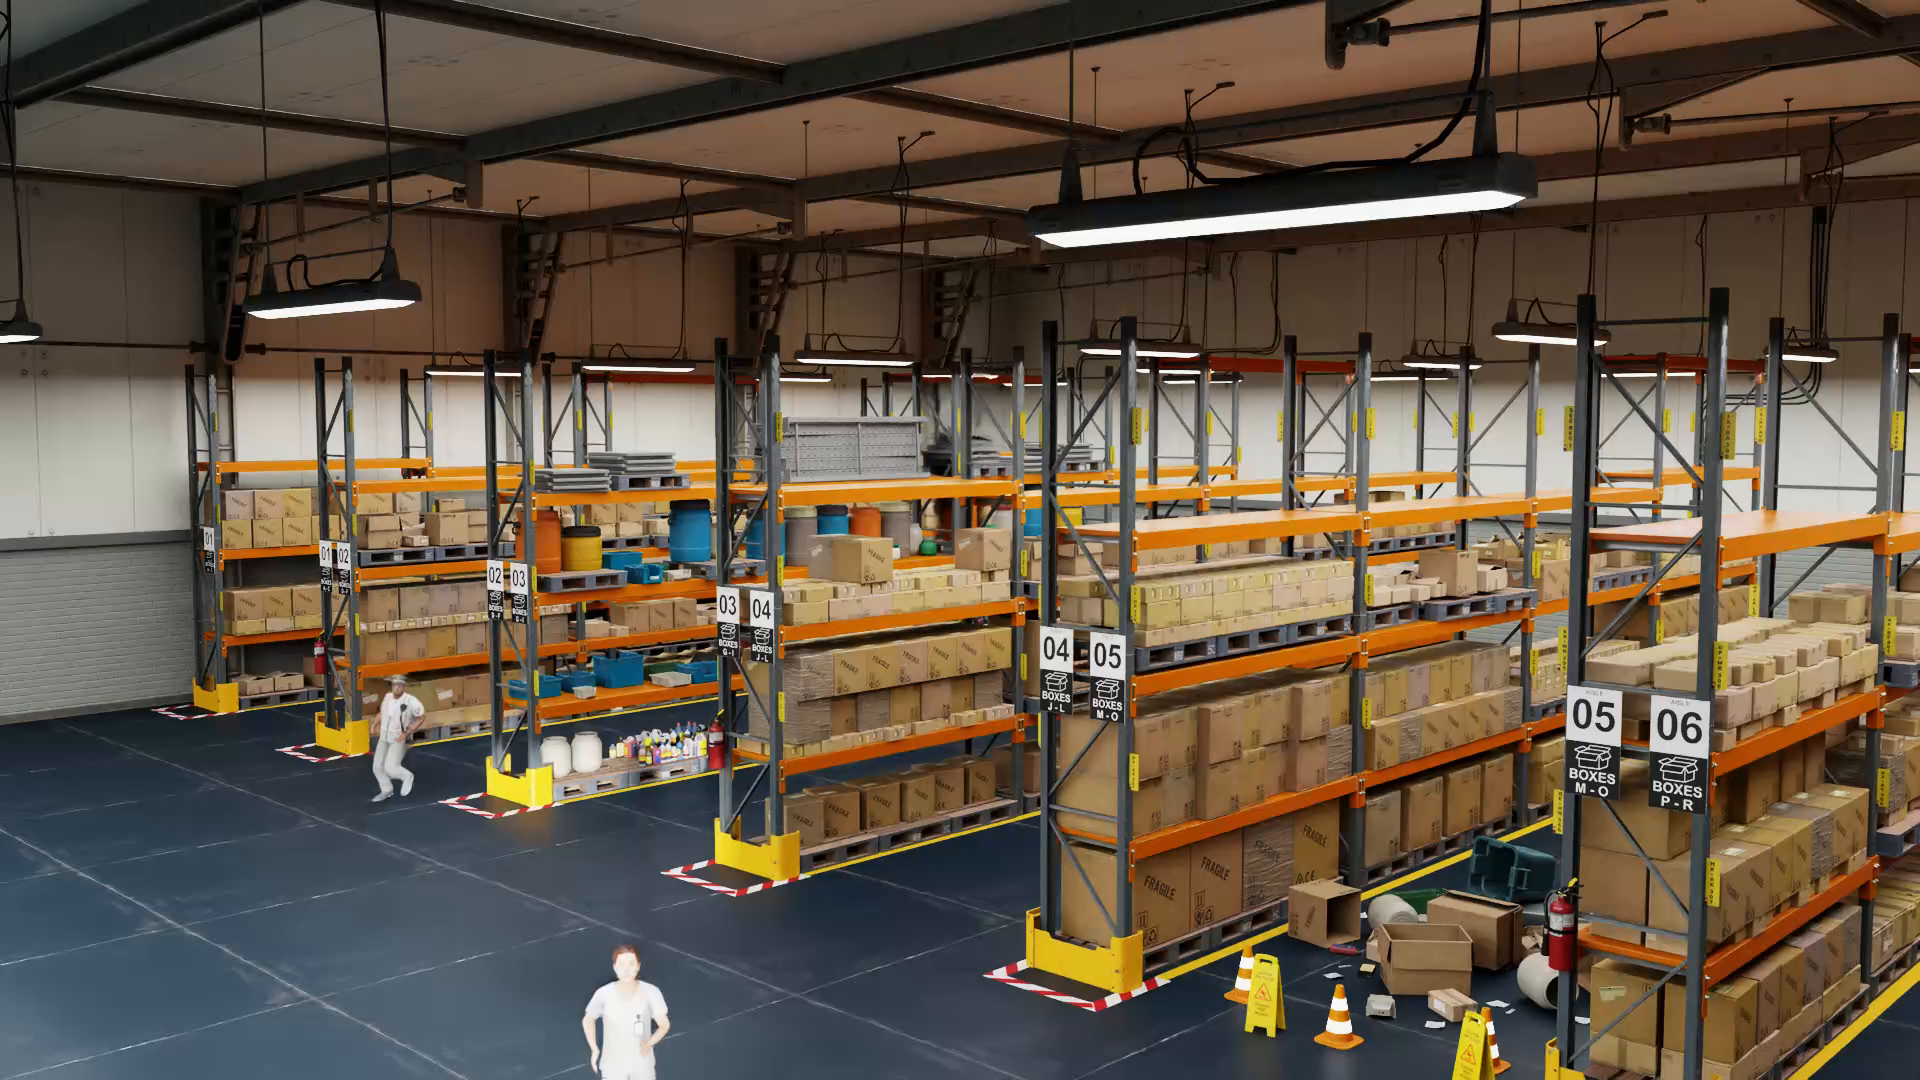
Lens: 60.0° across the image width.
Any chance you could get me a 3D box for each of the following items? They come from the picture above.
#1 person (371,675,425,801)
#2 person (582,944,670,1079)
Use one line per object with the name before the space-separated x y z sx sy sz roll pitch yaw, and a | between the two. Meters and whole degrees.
person | -7.508 2.625 22.143 0.660 1.706 0.580 2 5 21
person | -2.218 3.498 11.069 0.575 1.635 0.802 -1 4 -12
